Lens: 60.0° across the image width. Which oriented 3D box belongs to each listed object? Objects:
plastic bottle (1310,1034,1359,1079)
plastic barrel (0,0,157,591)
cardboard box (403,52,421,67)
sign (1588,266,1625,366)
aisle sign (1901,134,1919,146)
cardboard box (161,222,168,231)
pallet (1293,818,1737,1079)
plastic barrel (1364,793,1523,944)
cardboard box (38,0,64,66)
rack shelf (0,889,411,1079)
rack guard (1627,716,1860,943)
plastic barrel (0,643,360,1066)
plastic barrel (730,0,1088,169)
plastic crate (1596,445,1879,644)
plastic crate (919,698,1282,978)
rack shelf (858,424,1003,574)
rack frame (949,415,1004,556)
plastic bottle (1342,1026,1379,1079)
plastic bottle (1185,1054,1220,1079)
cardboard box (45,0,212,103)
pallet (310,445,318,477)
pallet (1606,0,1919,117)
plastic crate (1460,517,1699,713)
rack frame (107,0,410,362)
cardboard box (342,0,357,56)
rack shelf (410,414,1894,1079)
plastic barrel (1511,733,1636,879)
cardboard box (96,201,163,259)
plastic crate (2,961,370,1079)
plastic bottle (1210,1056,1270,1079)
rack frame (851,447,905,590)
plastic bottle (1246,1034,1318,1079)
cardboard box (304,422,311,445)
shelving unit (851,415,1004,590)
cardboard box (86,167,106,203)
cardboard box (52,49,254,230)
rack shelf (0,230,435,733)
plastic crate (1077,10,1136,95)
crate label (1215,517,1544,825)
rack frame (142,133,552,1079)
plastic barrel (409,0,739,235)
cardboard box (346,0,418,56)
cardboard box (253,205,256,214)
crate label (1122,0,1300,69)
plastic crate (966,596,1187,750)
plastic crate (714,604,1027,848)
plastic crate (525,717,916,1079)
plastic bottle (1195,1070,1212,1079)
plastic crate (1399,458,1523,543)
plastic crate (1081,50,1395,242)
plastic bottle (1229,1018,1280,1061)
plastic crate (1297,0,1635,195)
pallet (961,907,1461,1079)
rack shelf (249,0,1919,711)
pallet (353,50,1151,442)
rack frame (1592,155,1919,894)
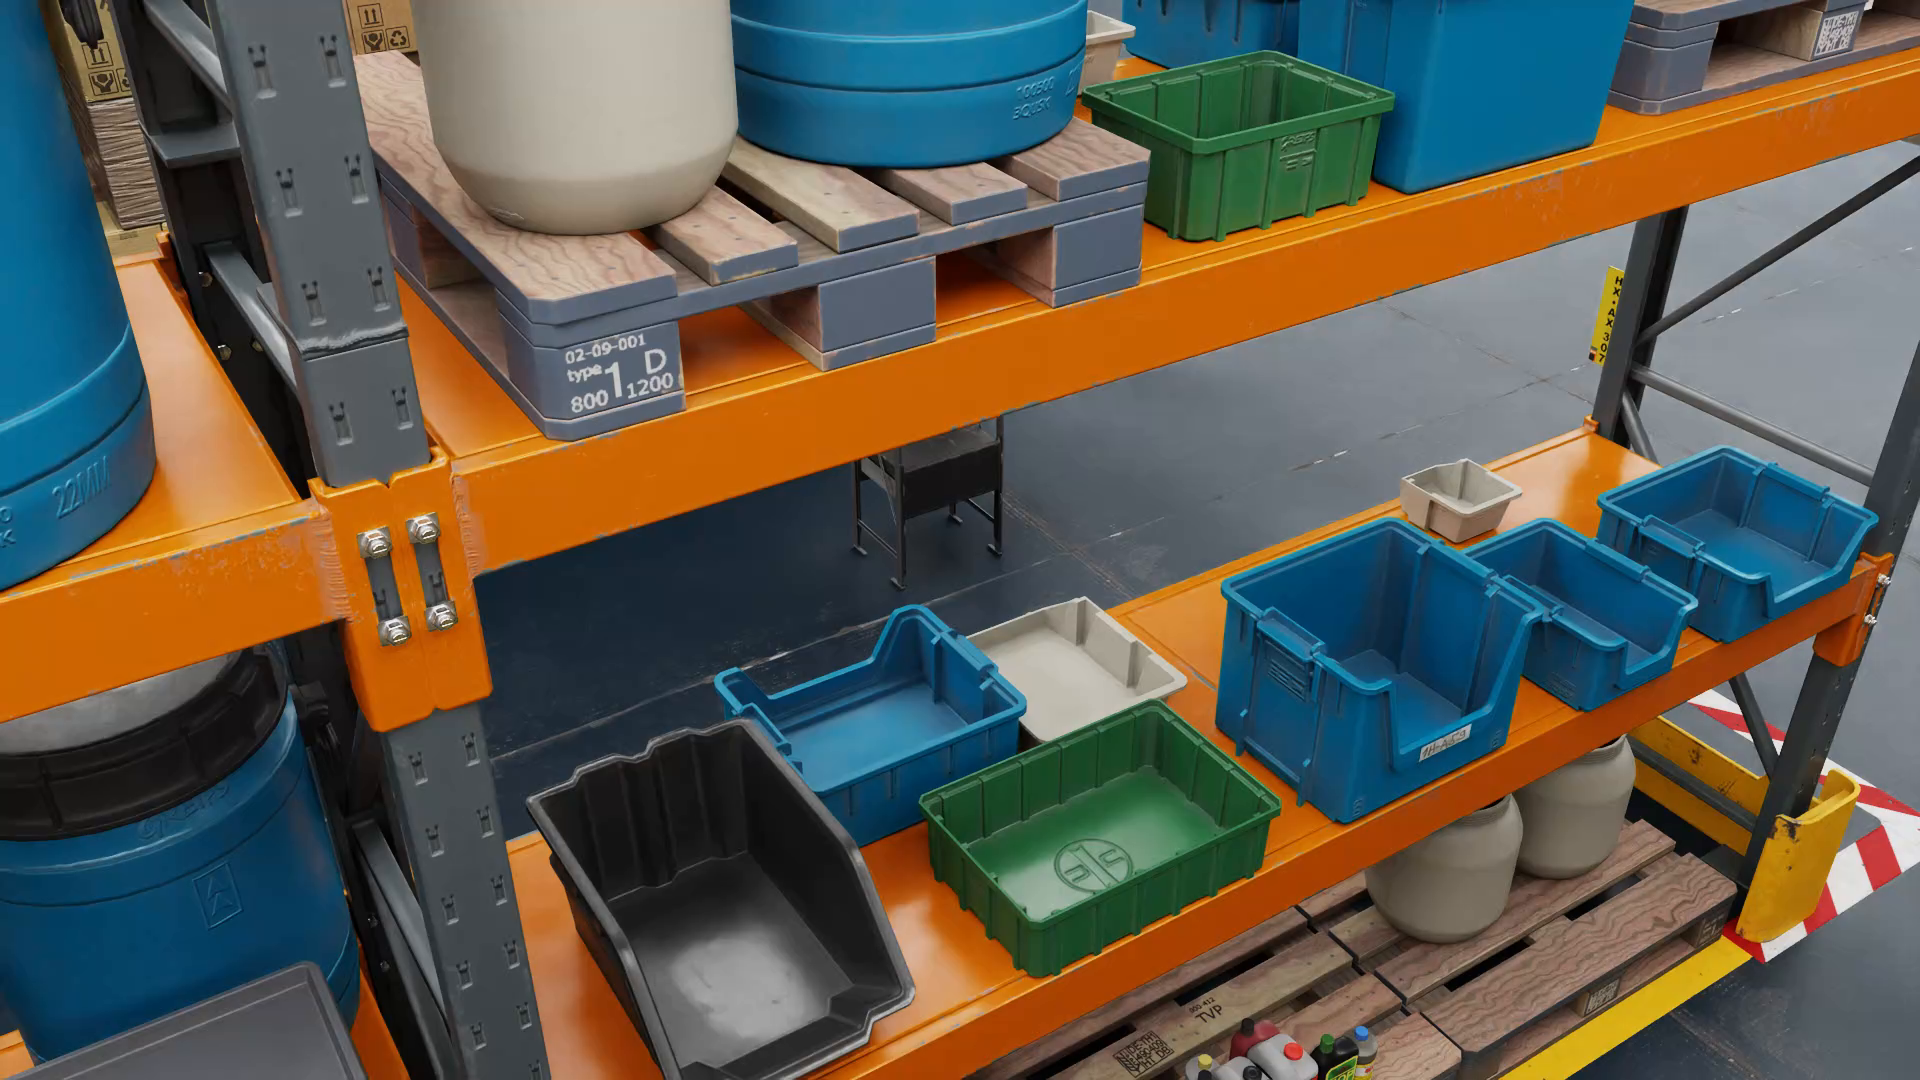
[{"bbox_3d":[0.976,1.392,4.365,0.133,0.283,0.061,-18,36,-26],"label":"plastic bottle"},{"bbox_3d":[-1.302,-0.420,1.823,0.708,0.901,0.600,-19,37,-27],"label":"plastic barrel"},{"bbox_3d":[-2.459,-1.994,7.227,0.500,0.500,0.875,-19,37,-27],"label":"cardboard box"},{"bbox_3d":[2.076,-0.705,5.297,0.005,0.325,0.100,-19,37,-27],"label":"sign"},{"bbox_3d":[2.591,-1.327,4.106,0.004,0.787,0.394,-19,37,-27],"label":"aisle sign"},{"bbox_3d":[-3.115,-1.292,6.723,0.250,0.149,0.380,-19,37,-27],"label":"cardboard box"},{"bbox_3d":[1.646,1.115,5.285,1.213,0.211,1.003,-19,37,-27],"label":"pallet"},{"bbox_3d":[1.437,0.904,4.944,0.421,0.512,0.421,0,32,0],"label":"plastic barrel"},{"bbox_3d":[-3.446,-2.249,6.695,0.500,0.500,0.500,-19,37,-27],"label":"cardboard box"},{"bbox_3d":[-2.673,1.698,2.420,4.000,0.370,1.077,-19,37,-27],"label":"rack shelf"},{"bbox_3d":[2.332,0.760,5.576,0.348,0.500,1.175,-19,37,-27],"label":"rack guard"},{"bbox_3d":[-1.481,0.580,3.049,0.708,0.901,0.600,-19,37,-27],"label":"plastic barrel"},{"bbox_3d":[-0.097,-1.082,2.479,0.708,0.901,0.600,-19,37,-27],"label":"plastic barrel"},{"bbox_3d":[2.111,0.002,4.575,0.616,0.251,0.499,-19,37,-27],"label":"plastic crate"},{"bbox_3d":[0.302,0.640,3.623,0.662,0.188,0.450,-19,37,-27],"label":"plastic crate"},{"bbox_3d":[-0.139,-0.237,6.995,0.480,0.518,0.431,-19,37,-27],"label":"rack shelf"},{"bbox_3d":[0.066,-0.911,6.726,0.015,2.100,0.400,-19,37,-27],"label":"rack frame"},{"bbox_3d":[1.064,1.385,4.454,0.097,0.201,0.097,0,32,0],"label":"plastic bottle"},{"bbox_3d":[0.637,1.435,4.374,0.097,0.201,0.097,0,32,0],"label":"plastic bottle"},{"bbox_3d":[-3.160,-2.012,6.318,0.500,0.500,0.500,-19,37,-27],"label":"cardboard box"},{"bbox_3d":[-3.130,-0.436,7.743,1.213,0.211,1.003,-19,37,-27],"label":"pallet"},{"bbox_3d":[1.622,-1.334,3.918,1.213,0.211,1.003,-19,37,-27],"label":"pallet"},{"bbox_3d":[1.562,0.187,4.282,0.408,0.251,0.499,-19,37,-27],"label":"plastic crate"},{"bbox_3d":[-0.992,-1.721,1.544,0.127,3.000,1.000,-19,37,-27],"label":"rack frame"},{"bbox_3d":[-2.740,-2.157,6.549,0.500,0.500,0.500,-19,37,-27],"label":"cardboard box"},{"bbox_3d":[0.689,0.542,4.253,4.000,0.370,1.077,-19,37,-27],"label":"rack shelf"},{"bbox_3d":[1.858,0.759,5.174,0.421,0.512,0.421,0,32,0],"label":"plastic barrel"},{"bbox_3d":[-3.332,-1.226,6.618,0.250,0.149,0.380,-19,37,-27],"label":"cardboard box"},{"bbox_3d":[-1.233,1.066,2.688,0.583,0.464,0.402,-19,37,-27],"label":"plastic crate"},{"bbox_3d":[0.721,1.454,4.274,0.135,0.276,0.152,-20,37,-29],"label":"plastic bottle"},{"bbox_3d":[-0.344,-0.770,6.502,0.015,2.100,0.400,-19,37,-27],"label":"rack frame"},{"bbox_3d":[0.837,1.414,4.338,0.135,0.276,0.152,-19,37,-27],"label":"plastic bottle"},{"bbox_3d":[-2.840,-0.792,7.643,0.500,0.500,0.500,-8,33,-12],"label":"cardboard box"},{"bbox_3d":[-0.139,-0.840,6.614,0.503,2.100,0.431,-19,37,-27],"label":"shelving unit"},{"bbox_3d":[-3.654,-1.493,7.040,0.250,0.149,0.380,-19,37,-27],"label":"cardboard box"},{"bbox_3d":[-3.264,-1.675,6.722,0.500,0.500,0.875,-19,37,-27],"label":"cardboard box"},{"bbox_3d":[-2.673,0.430,1.620,4.000,0.370,1.077,-19,37,-27],"label":"rack shelf"},{"bbox_3d":[0.138,-0.986,3.438,0.396,0.136,0.243,-19,37,-27],"label":"plastic crate"},{"bbox_3d":[0.970,0.298,3.933,0.616,0.435,0.502,-19,37,-27],"label":"crate label"},{"bbox_3d":[-0.992,0.816,3.145,0.127,3.000,1.000,-19,37,-27],"label":"rack frame"},{"bbox_3d":[-0.524,-0.714,2.260,0.421,0.512,0.421,0,32,0],"label":"plastic barrel"},{"bbox_3d":[-2.320,-2.302,6.777,0.500,0.500,0.500,-19,37,-27],"label":"cardboard box"},{"bbox_3d":[-2.920,-1.377,6.857,0.250,0.149,0.380,-19,37,-27],"label":"cardboard box"},{"bbox_3d":[0.618,-1.153,3.594,0.408,0.251,0.502,-19,37,-27],"label":"crate label"},{"bbox_3d":[0.236,0.345,4.139,0.437,0.136,0.530,-19,37,-27],"label":"plastic crate"},{"bbox_3d":[-0.209,0.437,3.885,0.616,0.251,0.499,-19,37,-27],"label":"plastic crate"},{"bbox_3d":[-0.483,0.748,3.311,0.504,0.338,0.767,-19,37,-27],"label":"plastic crate"},{"bbox_3d":[0.584,1.472,4.176,0.185,0.351,0.144,-17,36,-25],"label":"plastic bottle"},{"bbox_3d":[1.443,-0.114,4.867,0.250,0.136,0.298,-19,37,-27],"label":"plastic crate"},{"bbox_3d":[0.482,-0.697,2.931,0.450,0.188,0.336,-19,37,-27],"label":"plastic crate"},{"bbox_3d":[0.779,1.363,4.411,0.133,0.283,0.061,-19,37,-27],"label":"plastic bottle"},{"bbox_3d":[0.930,-0.916,3.094,0.575,0.384,0.392,-19,37,-27],"label":"plastic crate"},{"bbox_3d":[0.621,1.465,4.729,1.213,0.211,1.003,-19,37,-27],"label":"pallet"},{"bbox_3d":[0.689,-0.726,3.453,4.000,0.370,1.077,-19,37,-27],"label":"rack shelf"},{"bbox_3d":[-0.439,-0.625,2.795,1.003,0.211,1.213,-19,37,-27],"label":"pallet"},{"bbox_3d":[2.370,-0.340,4.978,0.127,3.000,1.000,-19,37,-27],"label":"rack frame"}]
